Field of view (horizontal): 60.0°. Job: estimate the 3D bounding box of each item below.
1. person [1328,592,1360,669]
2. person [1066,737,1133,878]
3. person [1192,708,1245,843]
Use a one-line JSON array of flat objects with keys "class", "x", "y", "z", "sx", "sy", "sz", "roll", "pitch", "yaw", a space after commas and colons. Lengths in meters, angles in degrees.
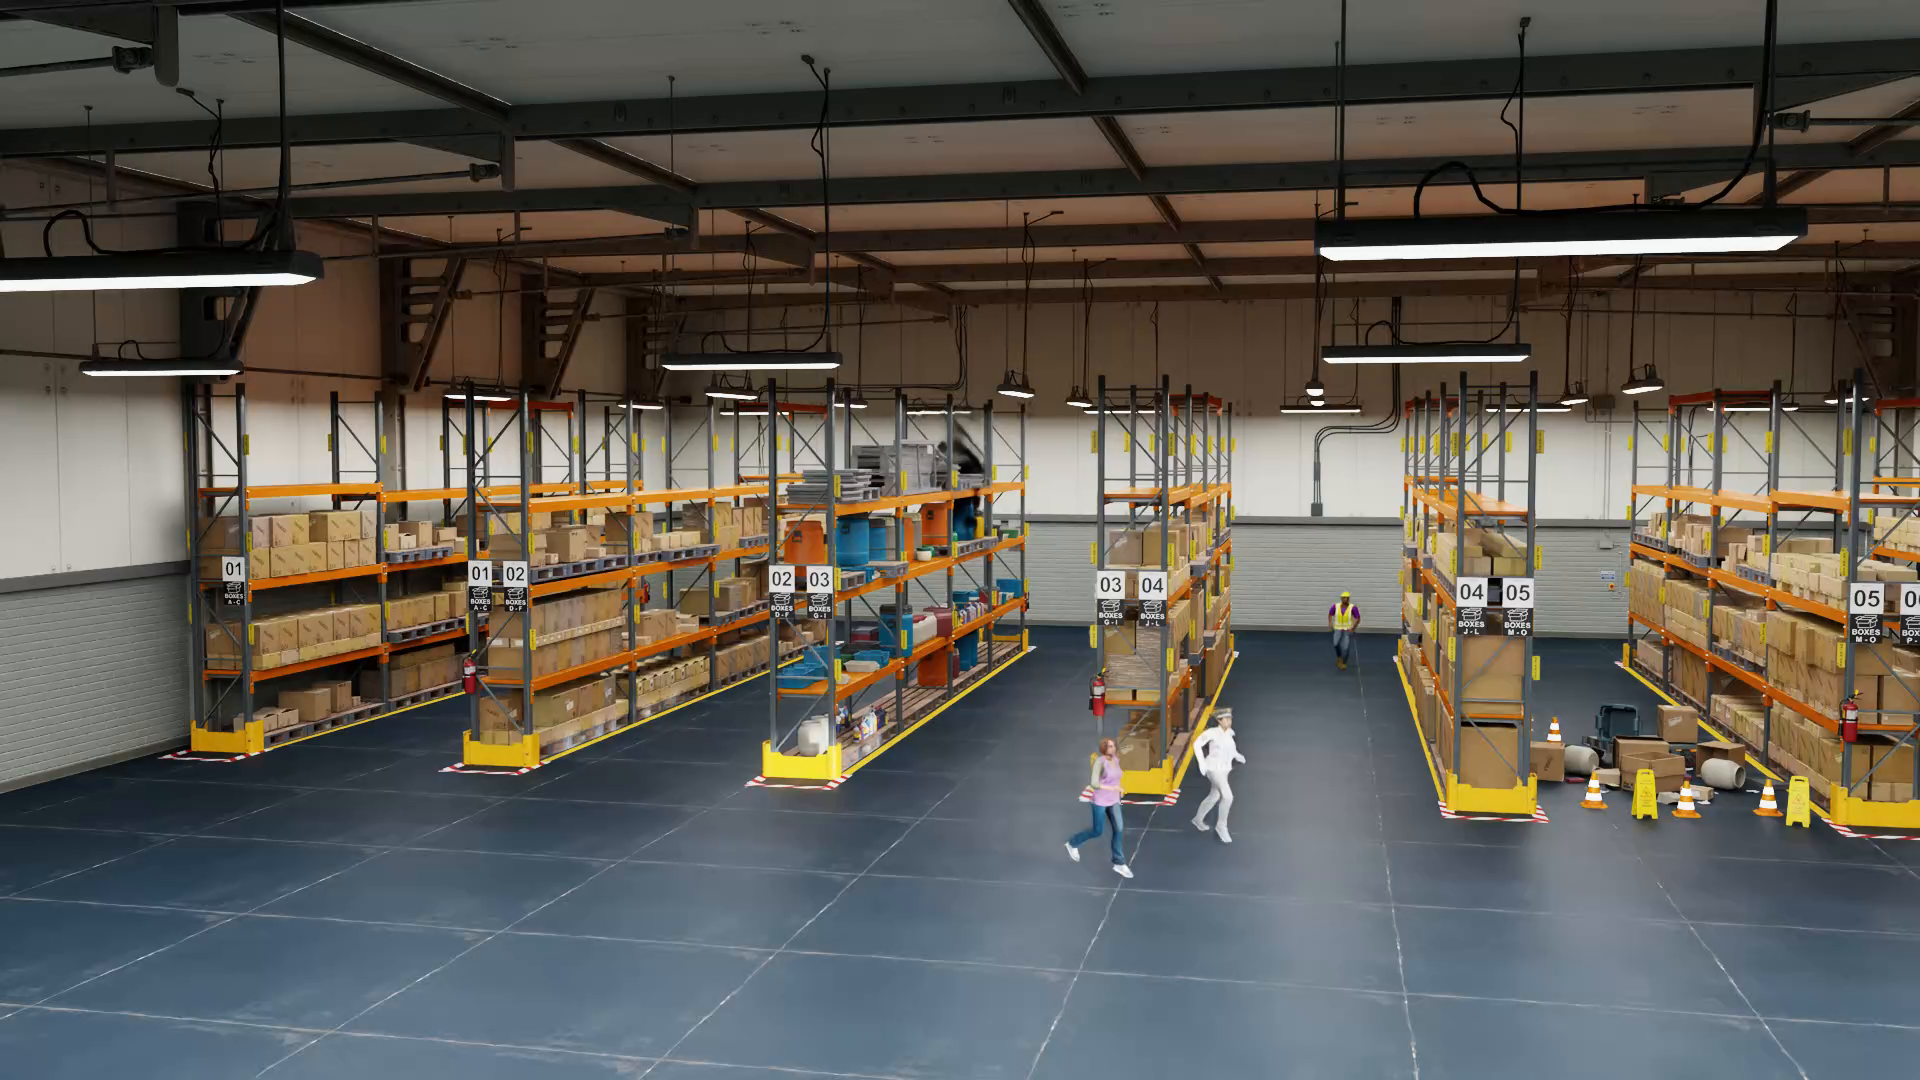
[{"class": "person", "x": 8.538, "y": 2.015, "z": 37.060, "sx": 0.725, "sy": 1.726, "sz": 0.581, "roll": 1, "pitch": 3, "yaw": 21}, {"class": "person", "x": 1.667, "y": 3.091, "z": 19.477, "sx": 0.550, "sy": 1.603, "sz": 0.882, "roll": -3, "pitch": 5, "yaw": -44}, {"class": "person", "x": 3.282, "y": 2.966, "z": 21.167, "sx": 0.524, "sy": 1.716, "sz": 0.825, "roll": -3, "pitch": 5, "yaw": -44}]
